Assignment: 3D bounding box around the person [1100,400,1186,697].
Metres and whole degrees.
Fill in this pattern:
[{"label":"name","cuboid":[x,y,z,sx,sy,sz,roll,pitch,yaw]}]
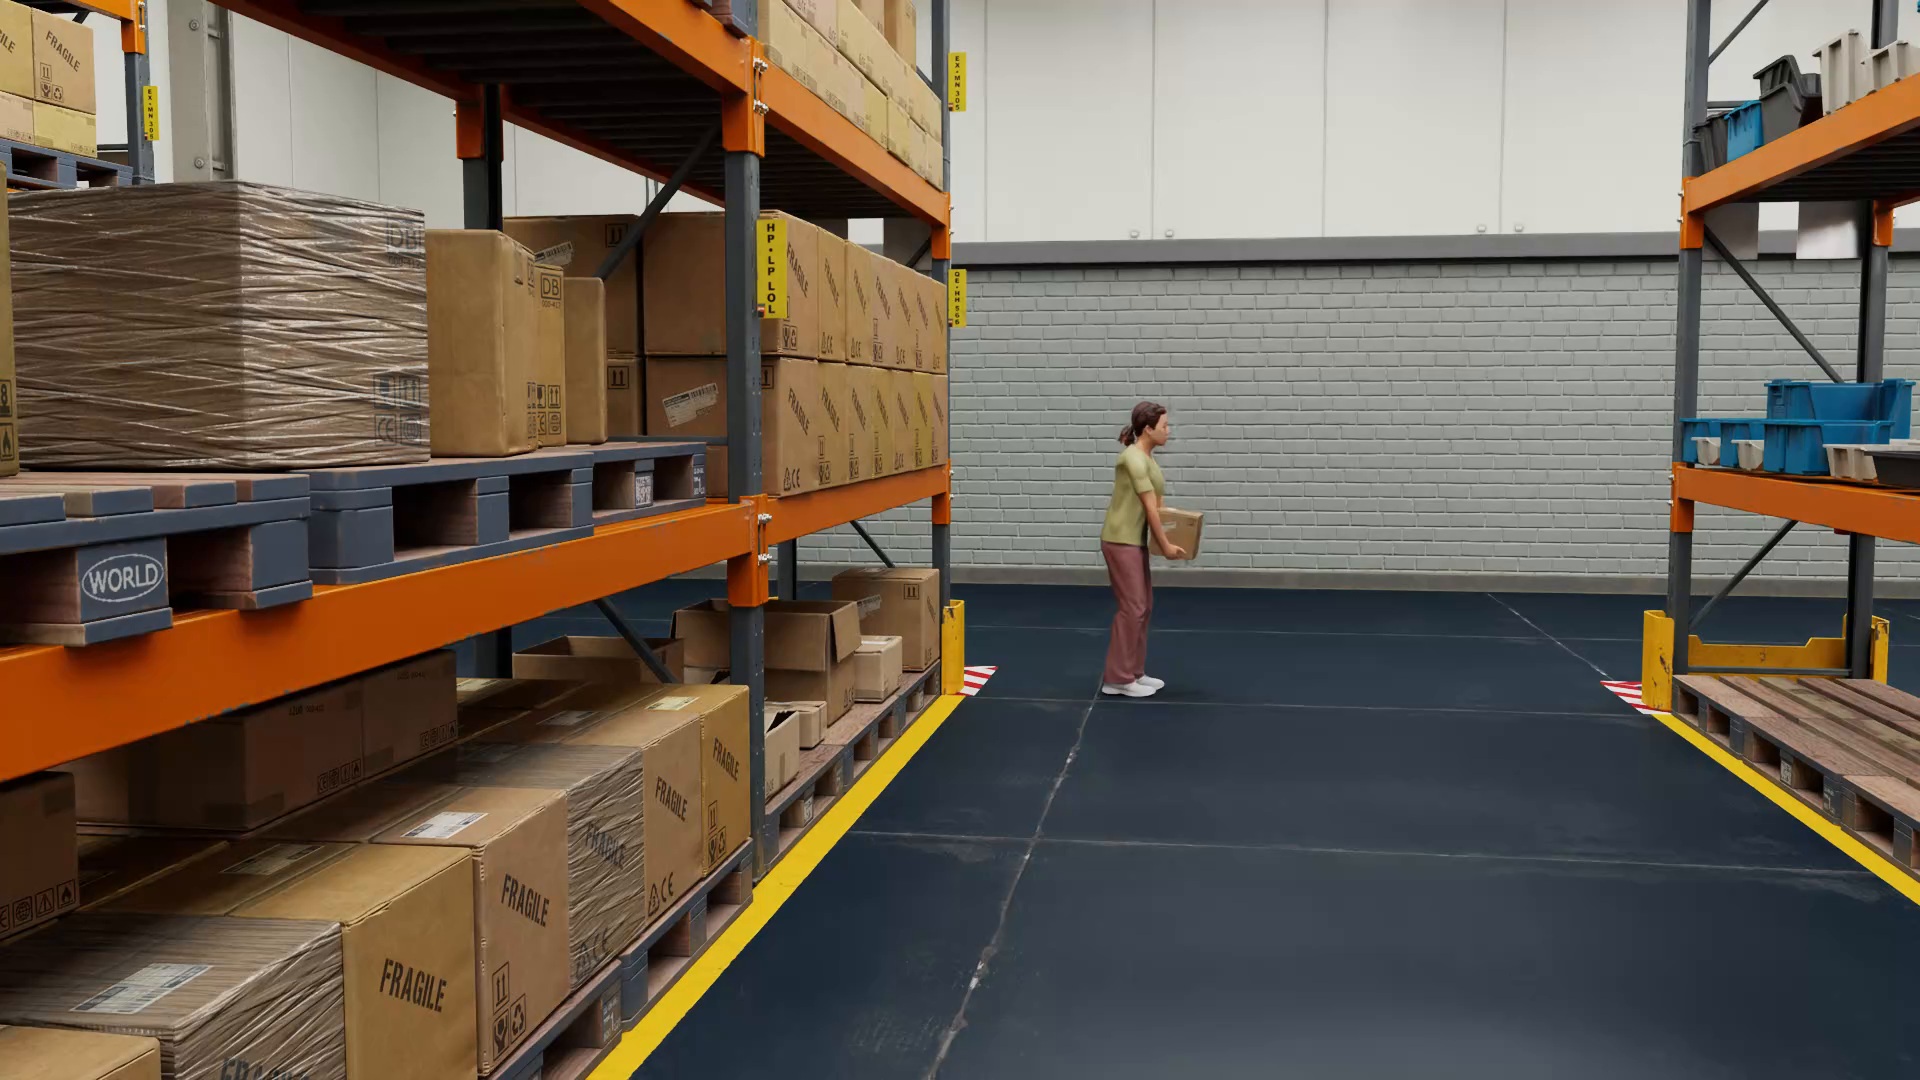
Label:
[{"label":"person","cuboid":[1.054,0.042,9.424,0.497,1.667,0.407,1,5,16]}]
